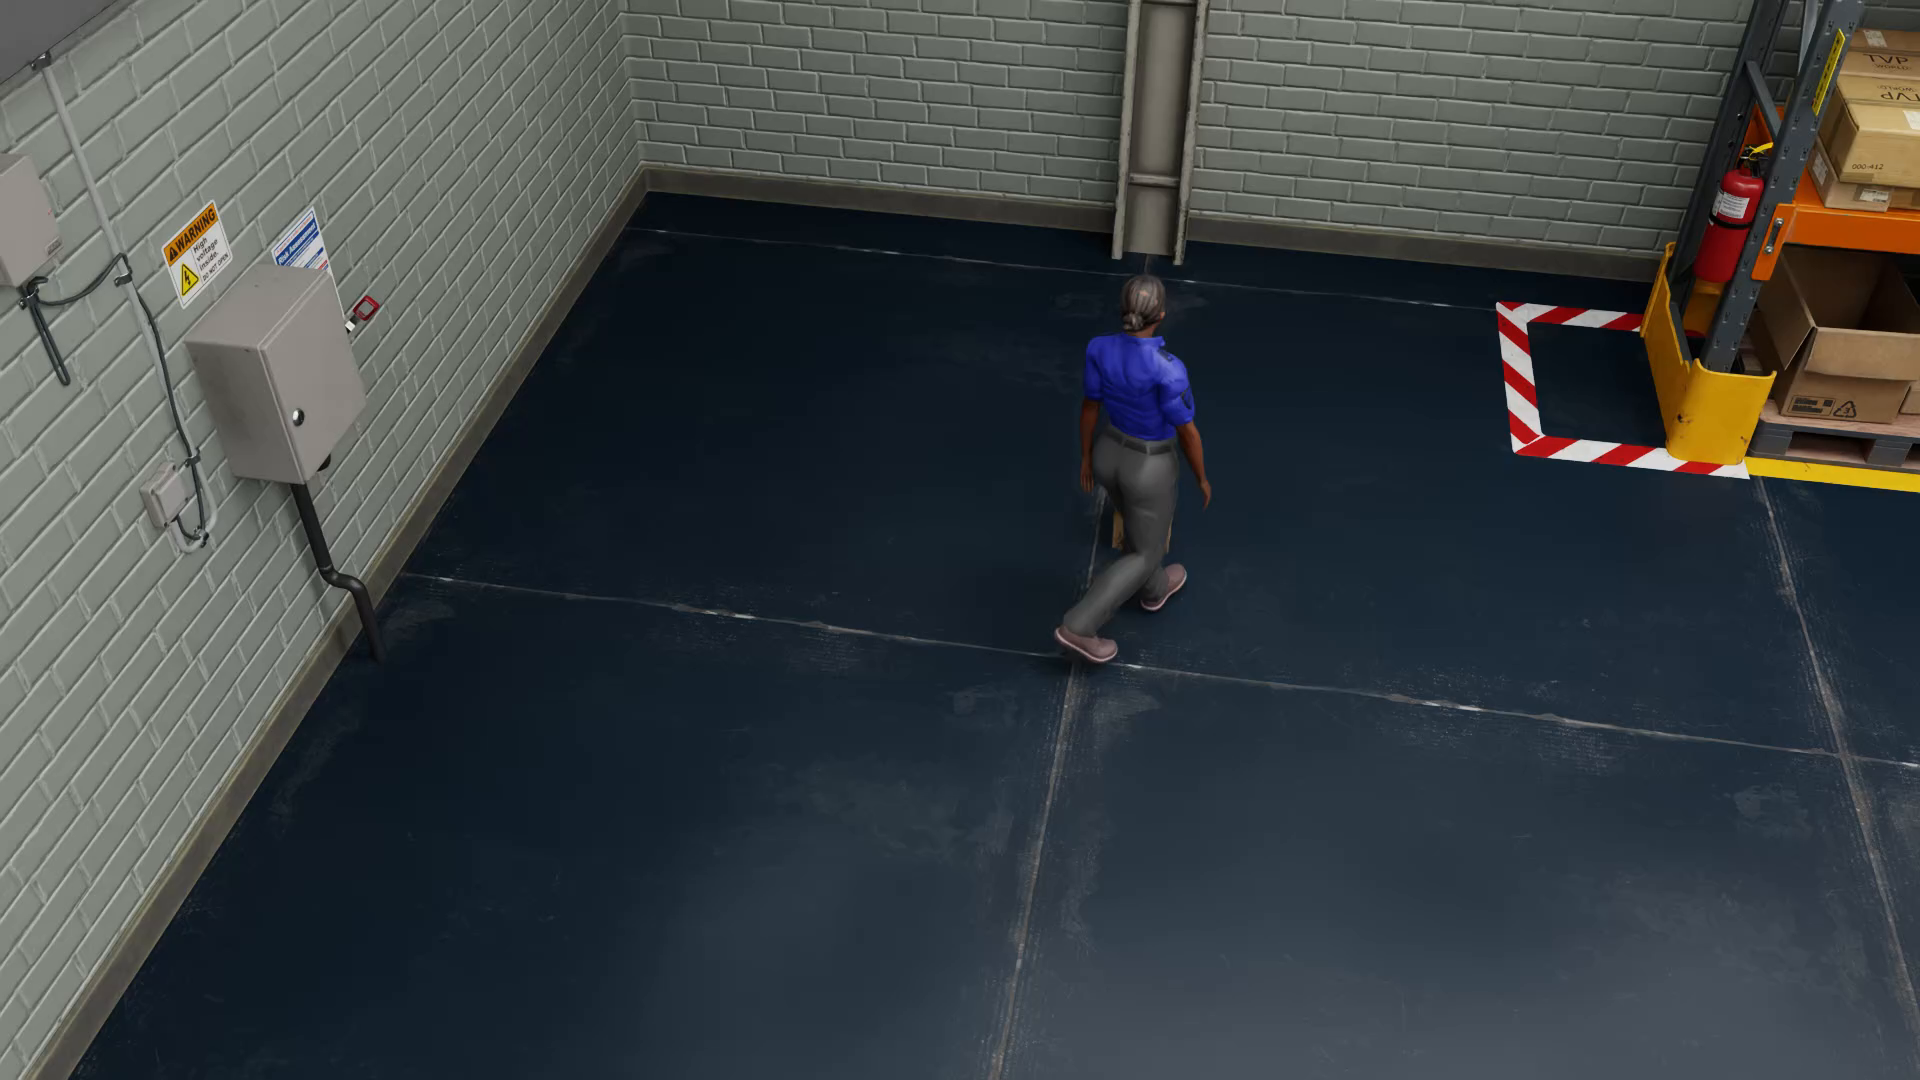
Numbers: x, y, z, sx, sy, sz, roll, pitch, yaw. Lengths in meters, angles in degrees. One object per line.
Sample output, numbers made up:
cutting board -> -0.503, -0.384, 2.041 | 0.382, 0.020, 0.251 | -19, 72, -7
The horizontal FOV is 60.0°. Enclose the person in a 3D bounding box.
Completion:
person -> 0.677, -0.266, 6.465 | 0.532, 1.632, 0.846 | 32, 50, 32
